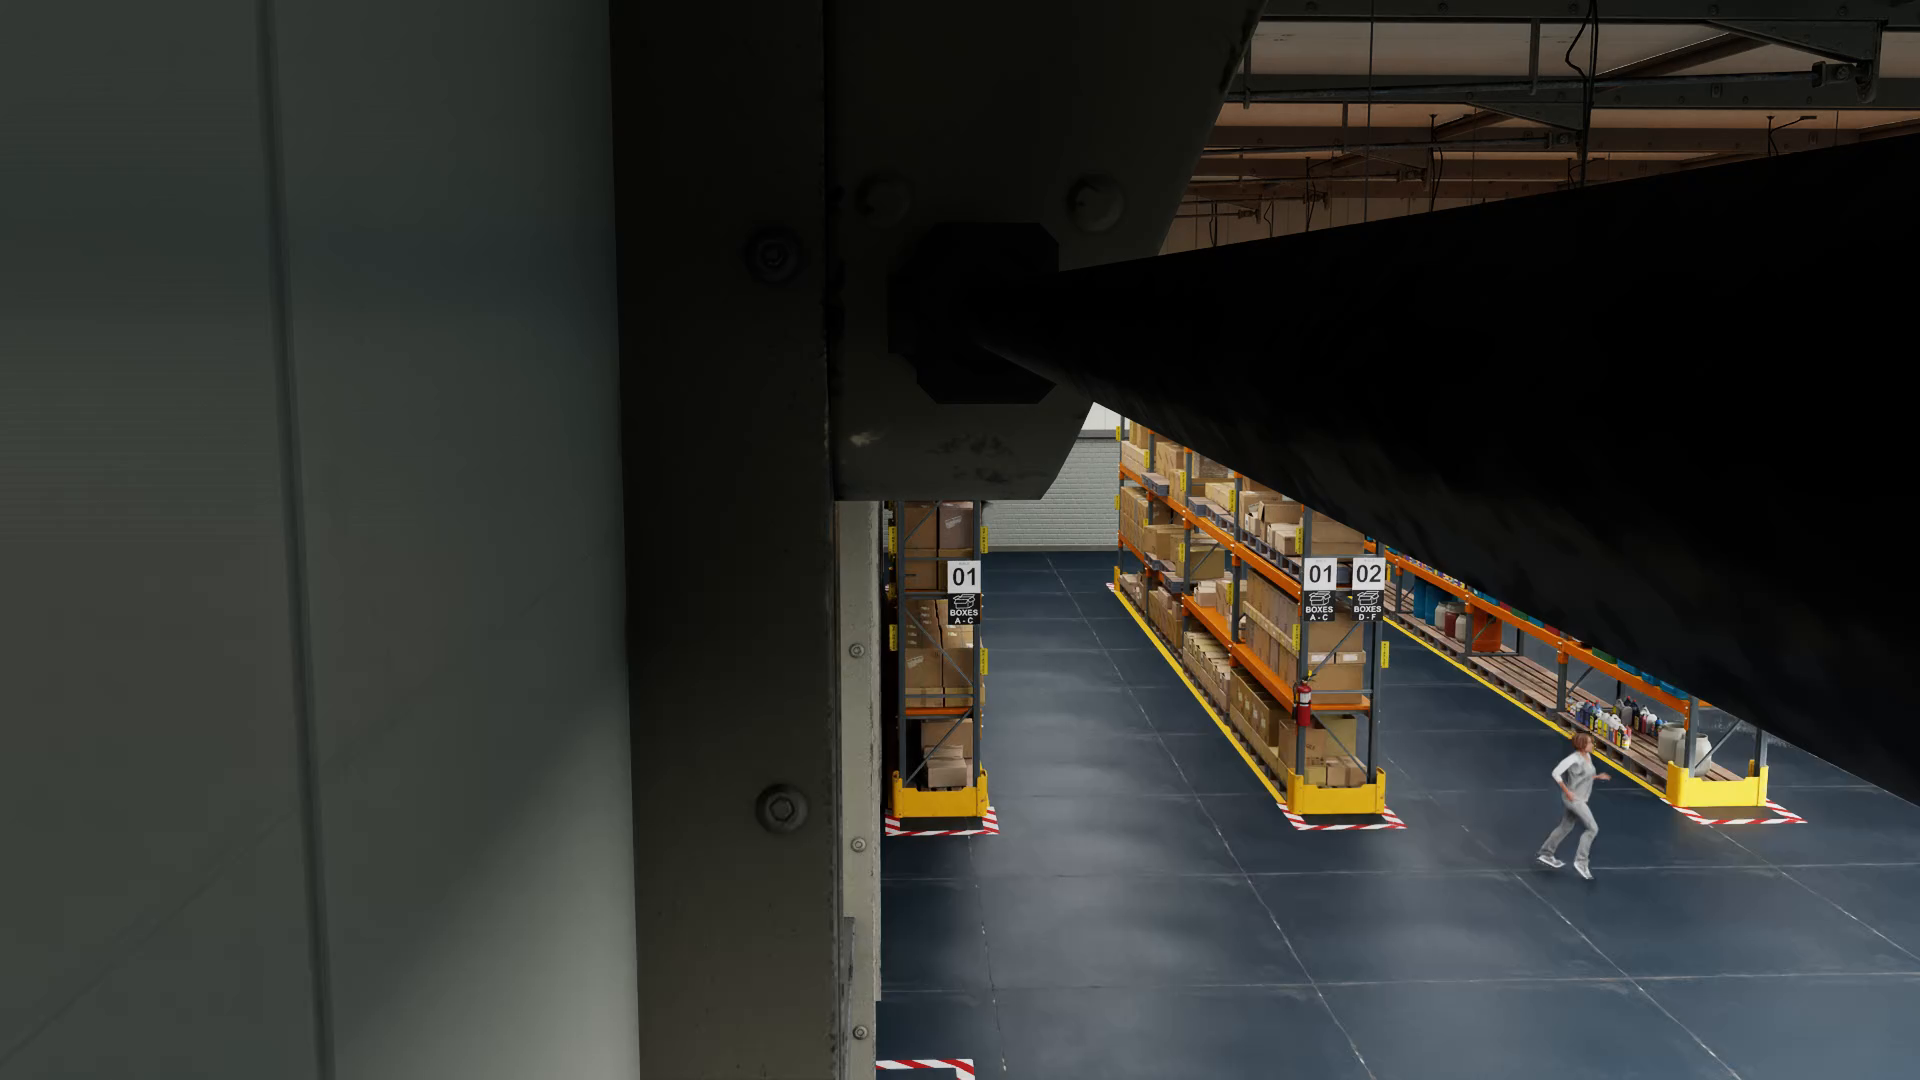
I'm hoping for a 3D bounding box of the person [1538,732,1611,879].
[{"bbox_3d":[6.807,2.932,18.407,0.710,1.624,0.507,4,9,26],"label":"person"}]
